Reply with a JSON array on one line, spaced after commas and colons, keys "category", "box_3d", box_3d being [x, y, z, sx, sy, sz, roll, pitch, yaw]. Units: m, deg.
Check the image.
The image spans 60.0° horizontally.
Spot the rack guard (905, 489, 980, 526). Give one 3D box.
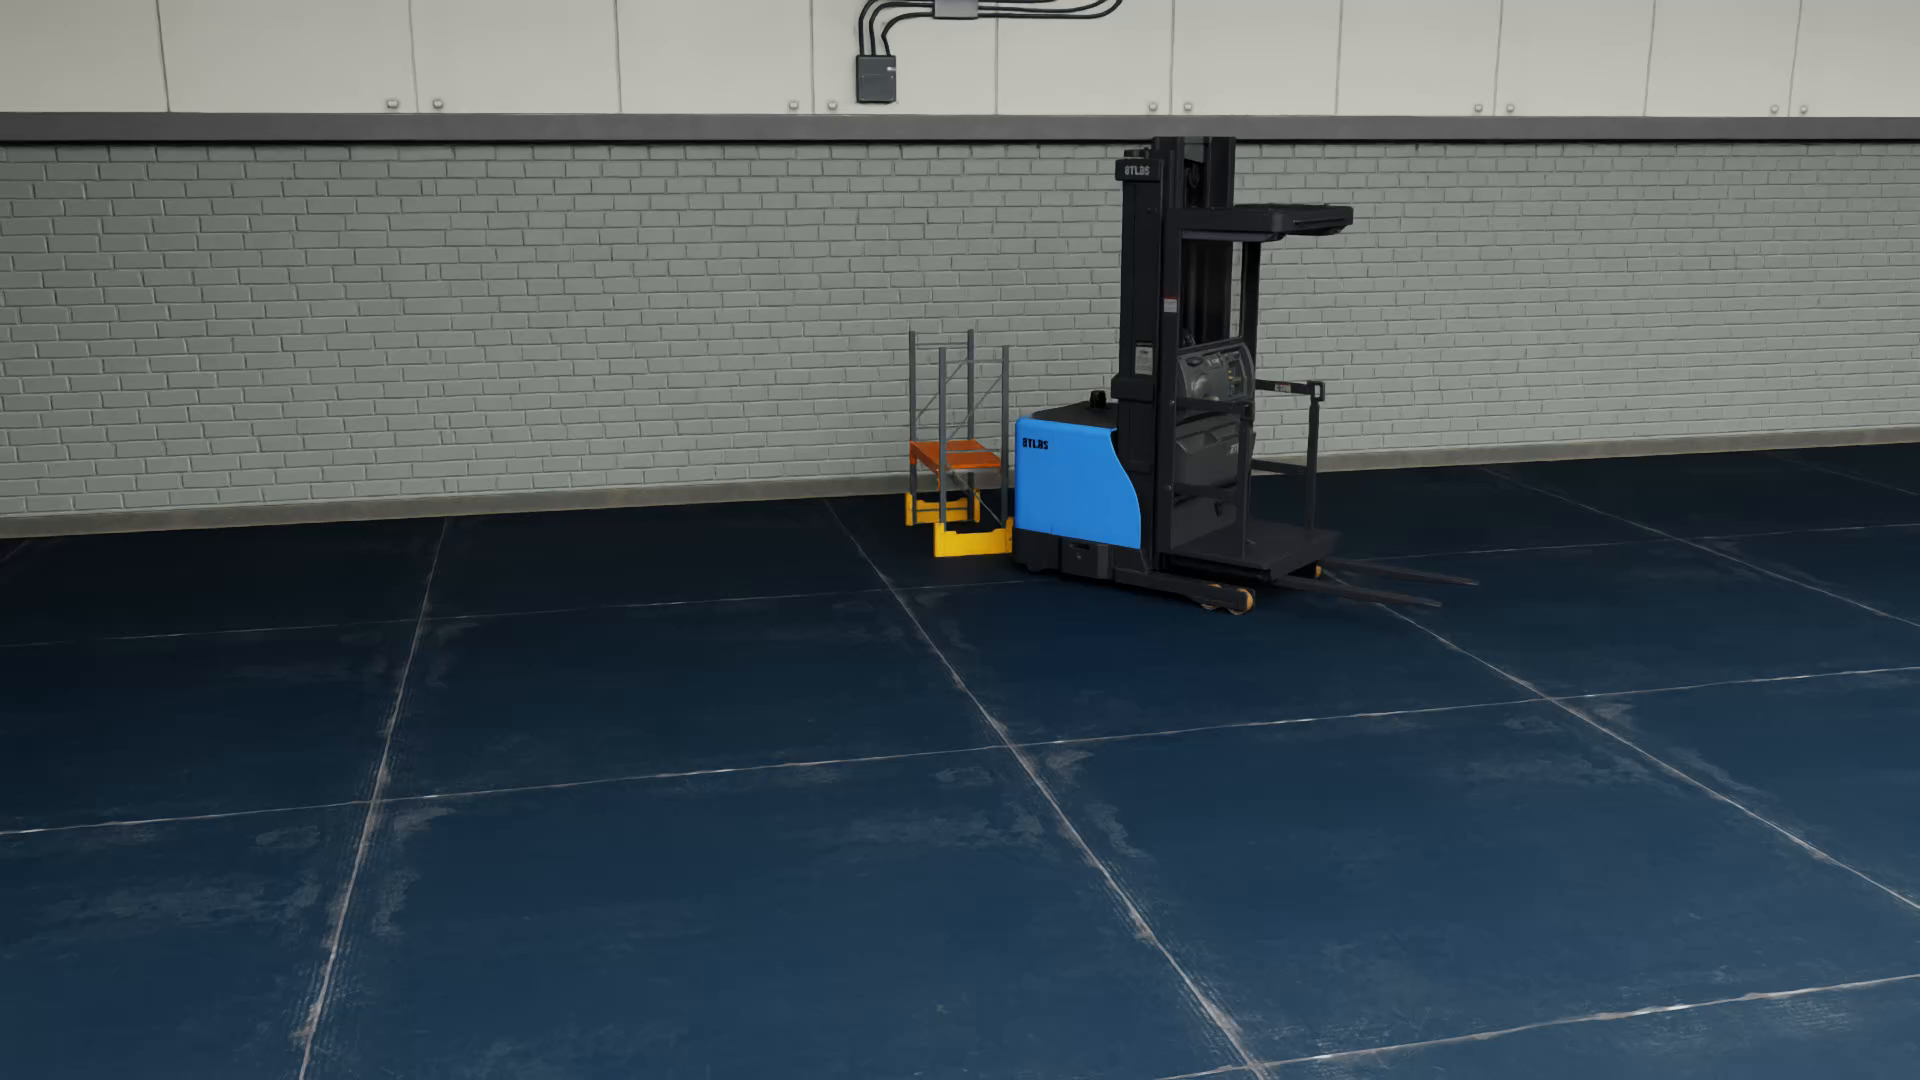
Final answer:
[{"category": "rack guard", "box_3d": [-0.135, -0.254, 12.940, 0.587, 0.250, 0.087, -3, 14, -13]}]

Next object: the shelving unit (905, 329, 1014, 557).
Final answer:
[{"category": "shelving unit", "box_3d": [-0.018, -0.746, 12.321, 0.587, 1.500, 1.083, -3, 14, -13]}]

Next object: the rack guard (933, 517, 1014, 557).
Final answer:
[{"category": "rack guard", "box_3d": [0.099, -0.024, 11.999, 0.587, 0.250, 0.087, -3, 14, -13]}]

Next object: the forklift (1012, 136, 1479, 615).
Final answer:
[{"category": "forklift", "box_3d": [1.841, -1.094, 10.728, 3.031, 2.935, 1.130, 10, 17, 36]}]

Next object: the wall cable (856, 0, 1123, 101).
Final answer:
[{"category": "wall cable", "box_3d": [0.312, -6.454, 12.716, 2.305, 6.003, 0.169, -3, 14, -13]}]

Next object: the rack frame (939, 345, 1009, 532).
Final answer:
[{"category": "rack frame", "box_3d": [0.099, -0.631, 11.850, 0.500, 1.500, 0.032, -3, 14, -13]}]

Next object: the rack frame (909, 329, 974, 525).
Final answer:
[{"category": "rack frame", "box_3d": [-0.139, -0.866, 12.810, 0.500, 1.500, 0.032, -3, 14, -13]}]

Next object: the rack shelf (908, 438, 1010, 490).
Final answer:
[{"category": "rack shelf", "box_3d": [-0.020, -0.574, 12.372, 0.538, 0.185, 1.000, -3, 14, -13]}]
